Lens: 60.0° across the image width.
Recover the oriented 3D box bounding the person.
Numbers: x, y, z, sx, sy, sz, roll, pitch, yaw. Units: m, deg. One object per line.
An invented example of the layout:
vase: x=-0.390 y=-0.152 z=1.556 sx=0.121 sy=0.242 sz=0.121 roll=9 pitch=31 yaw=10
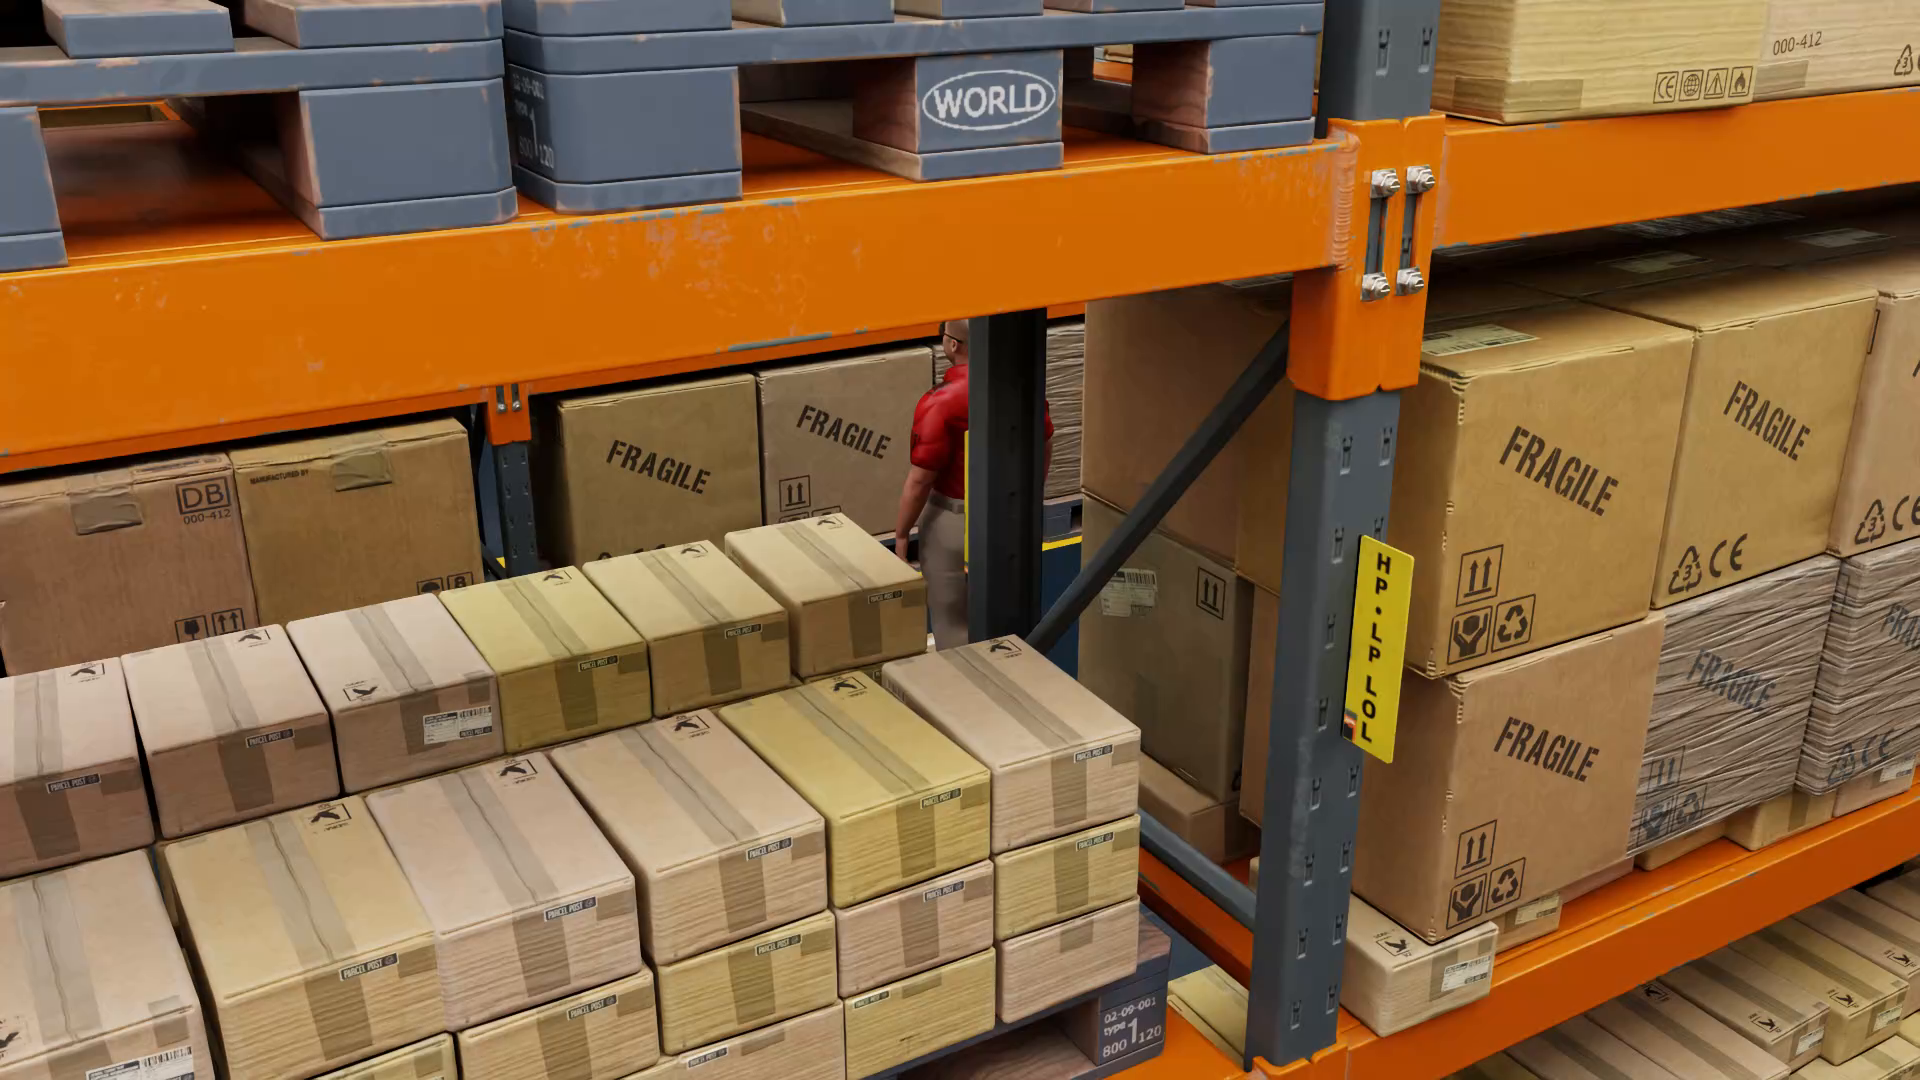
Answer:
person: x=0.005 y=-0.083 z=6.295 sx=0.640 sy=1.727 sz=0.551 roll=-12 pitch=25 yaw=-28
